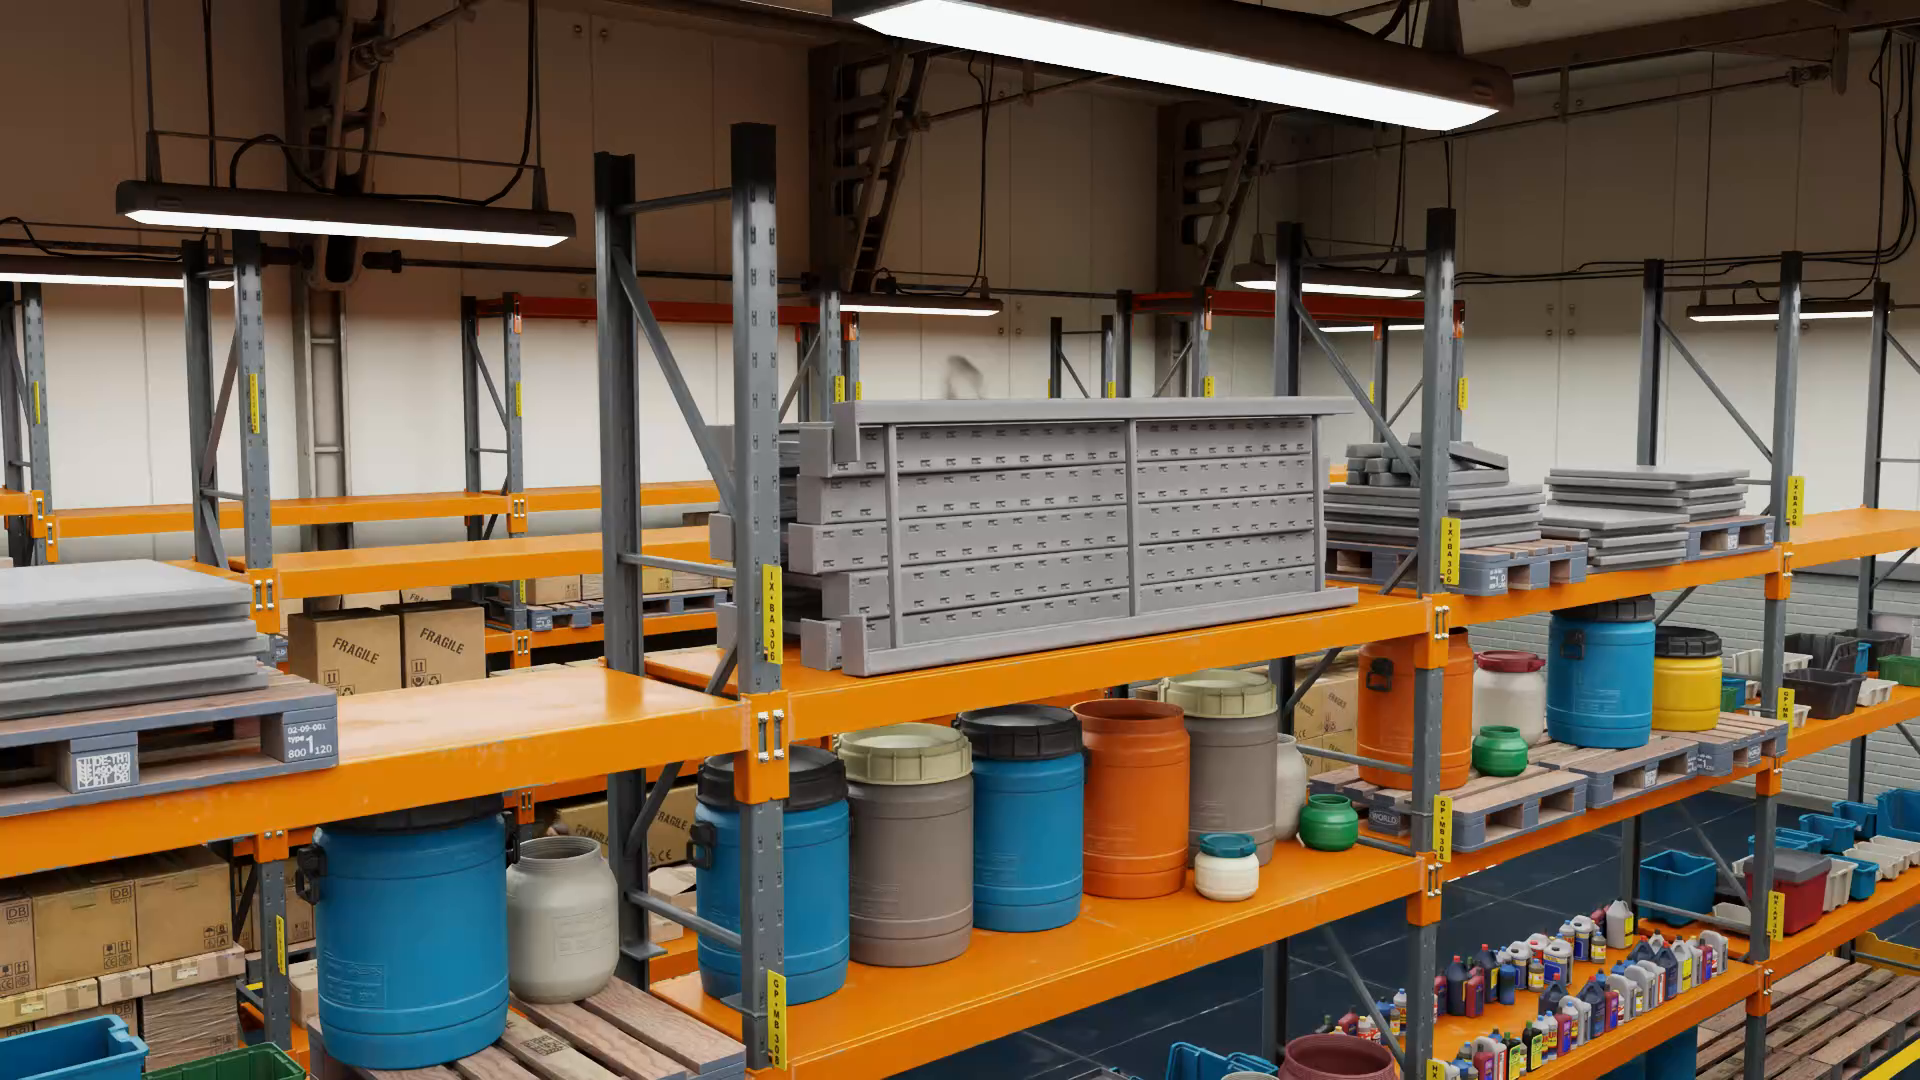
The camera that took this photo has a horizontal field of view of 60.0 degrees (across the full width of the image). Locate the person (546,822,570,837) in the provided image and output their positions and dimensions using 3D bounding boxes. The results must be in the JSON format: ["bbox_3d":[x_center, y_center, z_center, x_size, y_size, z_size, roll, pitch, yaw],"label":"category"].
[{"bbox_3d":[-3.213,3.104,13.401,0.592,1.699,0.725,5,8,44],"label":"person"}]
